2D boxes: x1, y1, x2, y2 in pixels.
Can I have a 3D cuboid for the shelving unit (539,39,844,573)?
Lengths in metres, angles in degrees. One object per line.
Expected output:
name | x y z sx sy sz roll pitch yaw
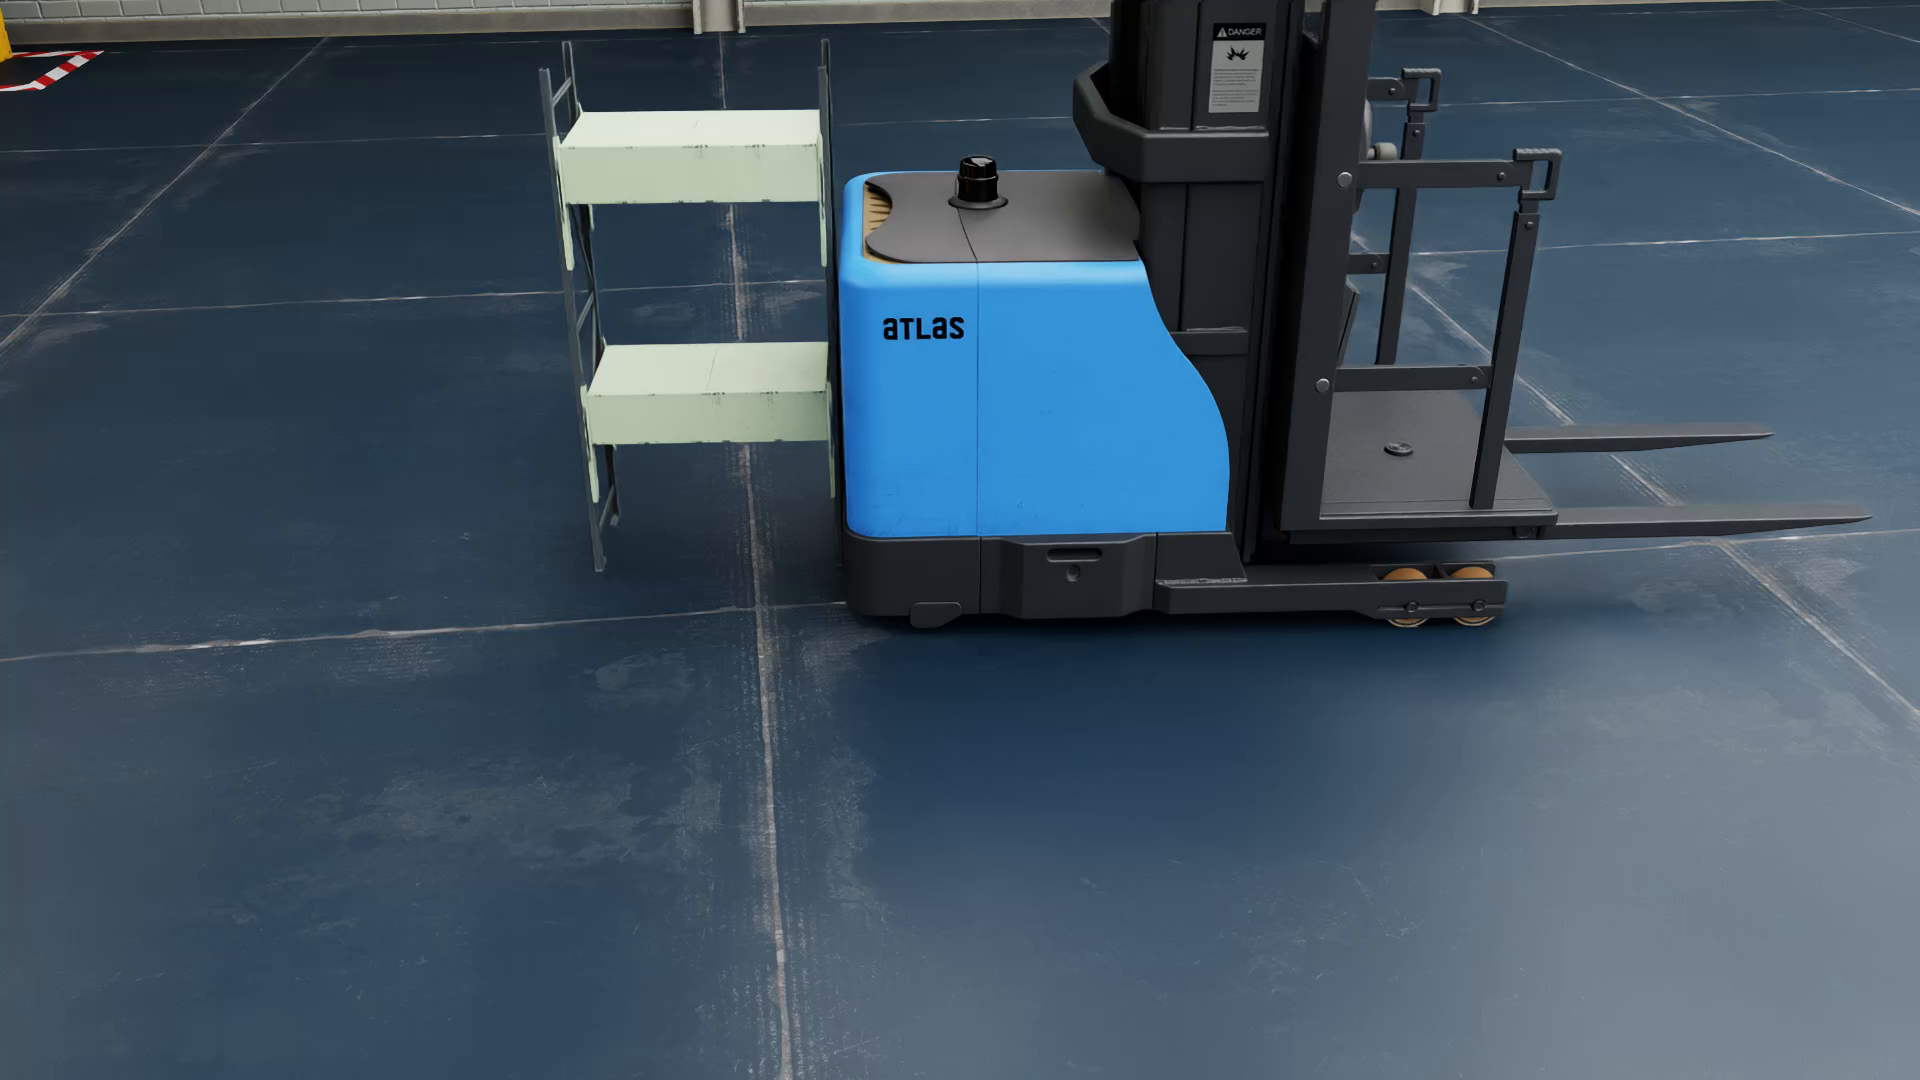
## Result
shelving unit | -0.741 -0.666 4.905 0.755 1.500 0.431 -1 27 -2

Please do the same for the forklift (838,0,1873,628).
forklift | 1.165 -1.295 4.563 3.031 2.935 1.130 -1 27 -2

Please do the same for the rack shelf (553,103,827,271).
rack shelf | -0.741 -1.013 4.727 0.720 0.370 0.431 -1 27 -2

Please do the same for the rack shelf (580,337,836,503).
rack shelf | -0.741 -0.376 5.054 0.720 0.370 0.431 -1 27 -2

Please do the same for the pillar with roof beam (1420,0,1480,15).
pillar with roof beam | 4.652 -6.450 7.963 0.400 9.000 9.100 -4 27 -7

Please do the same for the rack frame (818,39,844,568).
rack frame | -0.375 -0.674 4.921 0.023 1.500 0.400 -1 27 -2

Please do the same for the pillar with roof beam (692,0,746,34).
pillar with roof beam | -1.289 -6.068 7.219 0.400 9.000 9.100 -4 27 -7

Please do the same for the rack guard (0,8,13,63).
rack guard | -6.992 -3.490 11.504 0.348 0.500 1.175 -4 27 -7

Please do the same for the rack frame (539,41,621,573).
rack frame | -1.106 -0.658 4.889 0.023 1.500 0.400 -1 27 -2
